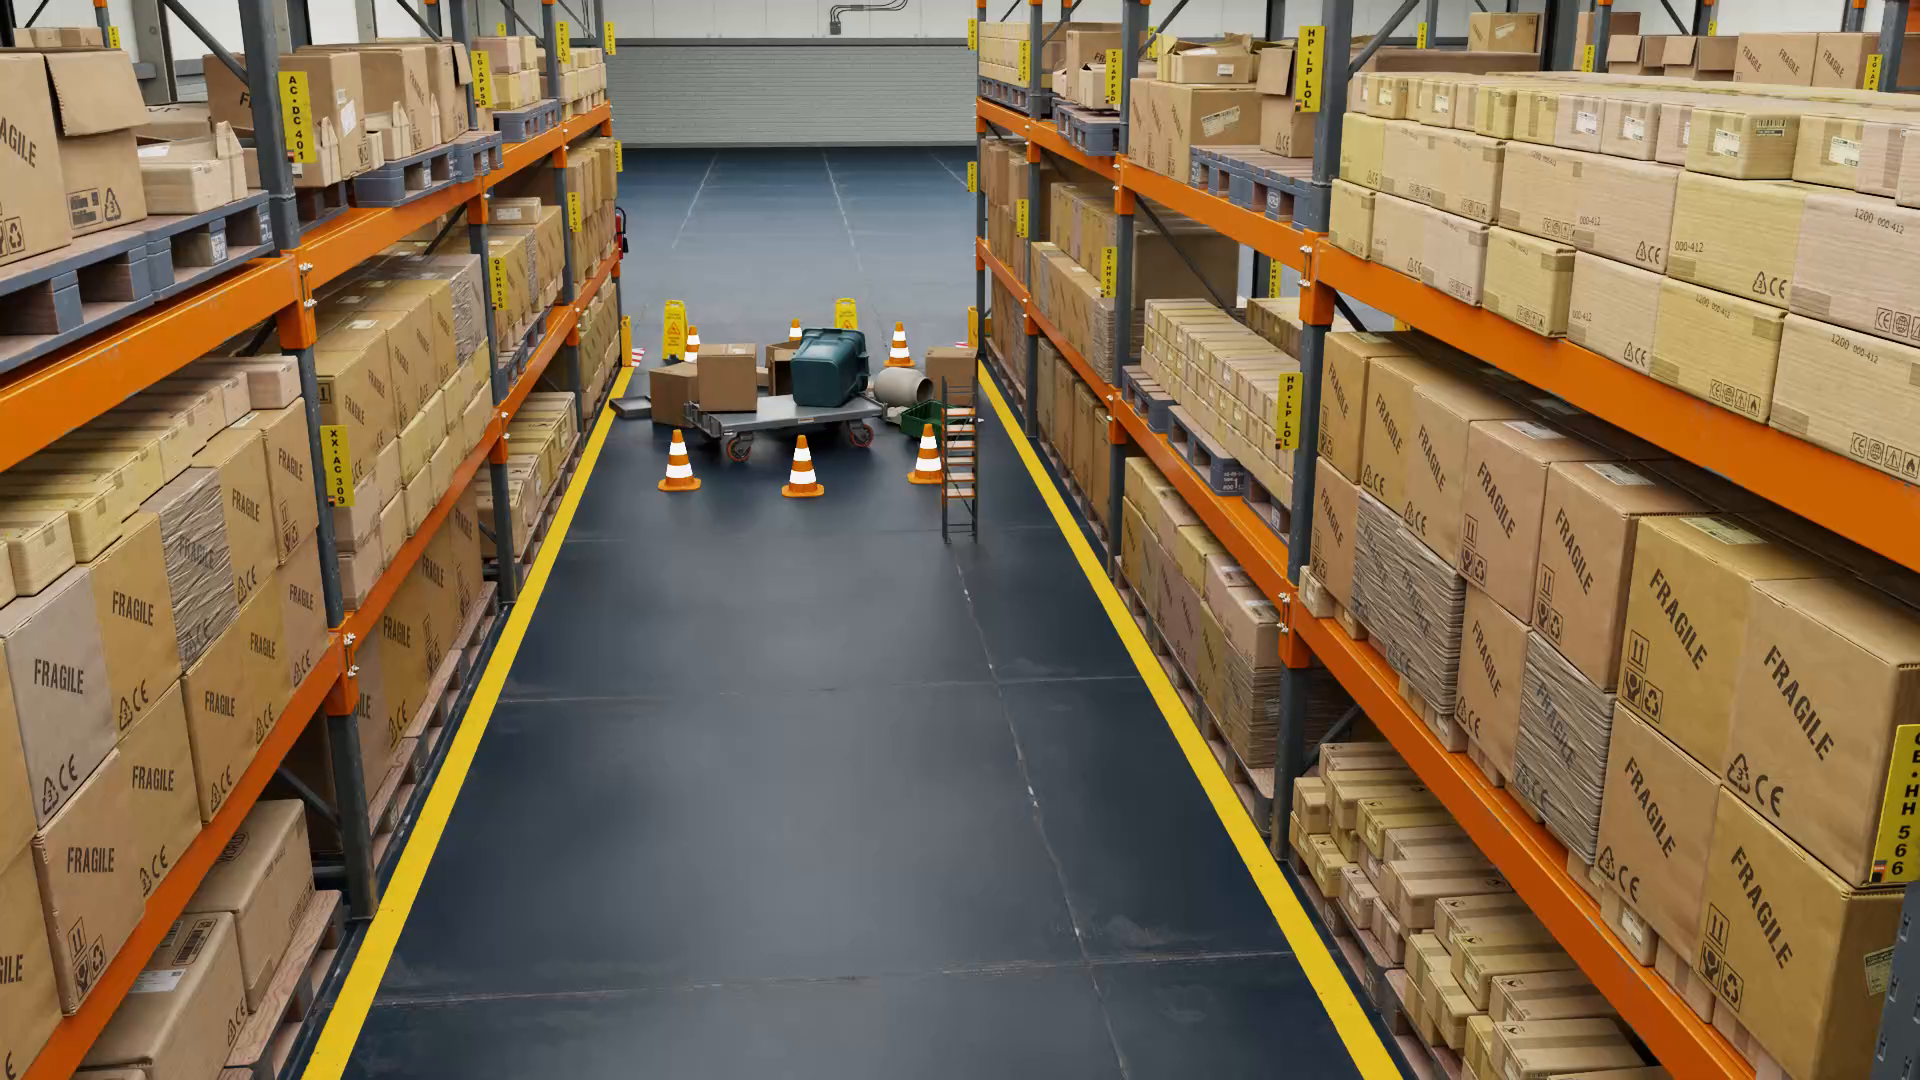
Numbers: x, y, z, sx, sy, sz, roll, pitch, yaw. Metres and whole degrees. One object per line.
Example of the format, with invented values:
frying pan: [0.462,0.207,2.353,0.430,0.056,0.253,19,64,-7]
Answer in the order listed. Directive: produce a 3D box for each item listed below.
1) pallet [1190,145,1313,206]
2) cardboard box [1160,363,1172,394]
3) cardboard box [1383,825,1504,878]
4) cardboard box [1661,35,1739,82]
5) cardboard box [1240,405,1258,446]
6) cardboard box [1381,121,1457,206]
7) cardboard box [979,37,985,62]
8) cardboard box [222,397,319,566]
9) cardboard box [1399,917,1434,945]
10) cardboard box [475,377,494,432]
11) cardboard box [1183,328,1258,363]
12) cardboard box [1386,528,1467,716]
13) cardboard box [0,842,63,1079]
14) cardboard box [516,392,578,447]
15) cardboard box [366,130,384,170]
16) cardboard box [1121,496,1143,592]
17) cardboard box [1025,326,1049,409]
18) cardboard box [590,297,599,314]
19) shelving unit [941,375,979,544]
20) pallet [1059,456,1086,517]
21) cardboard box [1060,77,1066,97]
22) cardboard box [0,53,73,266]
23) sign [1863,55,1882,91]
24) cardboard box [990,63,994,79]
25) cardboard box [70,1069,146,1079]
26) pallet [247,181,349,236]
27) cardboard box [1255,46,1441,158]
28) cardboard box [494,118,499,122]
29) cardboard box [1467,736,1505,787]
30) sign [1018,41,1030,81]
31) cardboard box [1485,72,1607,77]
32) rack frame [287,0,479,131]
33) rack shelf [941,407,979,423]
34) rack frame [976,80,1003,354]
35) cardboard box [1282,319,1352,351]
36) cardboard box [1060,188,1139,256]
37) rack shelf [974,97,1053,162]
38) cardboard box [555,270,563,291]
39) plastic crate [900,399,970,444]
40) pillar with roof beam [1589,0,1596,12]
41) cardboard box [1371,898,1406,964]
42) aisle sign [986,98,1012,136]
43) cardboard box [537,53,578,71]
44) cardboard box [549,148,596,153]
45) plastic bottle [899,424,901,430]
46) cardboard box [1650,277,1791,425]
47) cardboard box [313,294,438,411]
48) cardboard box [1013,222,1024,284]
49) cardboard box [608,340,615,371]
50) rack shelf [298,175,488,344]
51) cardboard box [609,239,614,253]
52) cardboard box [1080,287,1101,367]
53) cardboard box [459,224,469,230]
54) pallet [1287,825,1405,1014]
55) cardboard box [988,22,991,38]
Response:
pallet: [1.858,-1.840,8.337,1.213,0.211,1.003,-2,18,-6]
cardboard box: [1.414,-0.975,9.994,0.380,0.149,0.250,-1,17,-3]
cardboard box: [1.849,1.217,6.358,0.380,0.149,0.250,-2,18,-7]
cardboard box: [6.092,-3.766,13.285,0.797,0.503,0.637,-1,17,-3]
cardboard box: [1.604,-0.571,8.211,0.380,0.149,0.250,-2,18,-7]
cardboard box: [1.783,-1.301,5.722,0.500,0.250,0.500,-2,18,-6]
cardboard box: [0.482,-5.176,17.534,0.500,0.250,0.500,-2,18,-6]
cardboard box: [-2.665,-0.212,6.010,0.500,0.500,0.500,-2,18,-6]
cardboard box: [1.851,1.440,6.143,0.380,0.149,0.250,-1,17,-3]
cardboard box: [-3.090,-0.797,9.959,0.500,0.250,0.500,-2,18,-8]
cardboard box: [1.476,-1.102,9.406,0.380,0.149,0.250,-1,17,-3]
cardboard box: [1.800,0.261,5.673,0.500,0.500,0.500,-2,18,-7]
cardboard box: [-2.419,1.023,3.745,0.500,0.500,0.500,-2,18,-6]
cardboard box: [-3.756,-0.994,14.020,0.950,0.372,0.625,-2,17,-5]
cardboard box: [-2.770,-1.728,7.353,0.380,0.166,0.250,-3,18,-9]
cardboard box: [1.332,0.016,10.589,0.500,0.500,0.500,-3,18,-8]
cardboard box: [1.105,-1.762,15.629,0.875,0.875,0.875,-2,17,-5]
cardboard box: [-3.644,-2.215,15.780,0.380,0.149,0.250,-1,17,-2]
shelving unit: [-0.002,-0.577,12.011,0.258,1.200,0.189,-2,18,-6]
pallet: [1.384,-0.464,13.302,1.003,0.211,1.213,-2,18,-6]
cardboard box: [0.986,-3.520,12.925,0.380,0.149,0.250,-2,18,-6]
cardboard box: [-2.634,-0.960,4.185,0.500,0.500,0.500,-1,17,-5]
sign: [5.917,-2.979,10.788,0.100,0.325,0.005,-2,18,-6]
cardboard box: [0.509,-4.724,16.761,0.380,0.149,0.250,-2,18,-5]
cardboard box: [-2.846,1.928,4.604,0.875,0.438,0.875,-1,17,-4]
pallet: [-3.131,-1.431,7.040,0.805,0.209,1.217,-2,18,-8]
cardboard box: [1.897,-2.148,8.129,0.797,0.503,0.637,-2,18,-6]
cardboard box: [-4.087,-3.677,14.293,0.380,0.149,0.250,-2,17,-5]
cardboard box: [1.887,0.681,5.420,0.380,0.149,0.250,-1,17,-4]
sign: [0.548,-4.084,14.175,0.100,0.325,0.005,-2,18,-6]
cardboard box: [2.230,-1.706,6.347,0.380,0.149,0.250,-3,18,-8]
rack frame: [-3.400,-3.874,9.492,1.000,3.000,0.127,-2,18,-6]
rack shelf: [-0.002,-0.878,11.917,0.258,0.103,0.180,-2,18,-6]
rack frame: [0.688,-3.578,18.566,1.000,3.000,0.127,-2,18,-6]
cardboard box: [2.101,-1.195,9.699,0.380,0.149,0.250,-1,17,-4]
cardboard box: [1.212,-2.610,13.647,0.700,0.500,0.500,-2,18,-7]
rack shelf: [0.894,-4.070,16.326,1.077,0.370,4.000,-2,18,-6]
cardboard box: [-3.485,-2.139,13.701,0.380,0.149,0.250,-2,17,-5]
plastic crate: [-0.221,-1.083,15.219,0.450,0.188,0.662,18,23,19]
pillar with roof beam: [13.969,-15.646,46.989,9.100,9.000,0.400,-2,18,-6]
cardboard box: [1.824,1.501,6.446,0.380,0.149,0.250,-2,18,-7]
aisle sign: [0.382,-4.830,18.214,0.394,0.787,0.004,-2,18,-6]
cardboard box: [-3.595,-4.233,14.734,0.380,0.149,0.250,-2,18,-6]
cardboard box: [-3.843,-3.463,15.868,0.700,0.500,0.500,-2,18,-6]
plastic bottle: [-0.429,-1.020,15.324,0.133,0.061,0.283,-12,21,-34]
cardboard box: [1.968,-0.450,3.844,0.500,0.250,0.500,-2,18,-6]
cardboard box: [-2.936,-0.938,8.322,0.500,0.500,0.500,-2,18,-7]
cardboard box: [0.971,-2.730,15.616,0.875,0.550,0.550,-2,18,-6]
cardboard box: [-3.829,-1.896,17.099,0.500,0.250,0.500,-2,18,-5]
rack shelf: [-3.194,-1.503,8.151,1.077,0.370,4.000,-2,18,-6]
cardboard box: [-3.838,-3.098,17.457,0.380,0.149,0.250,-2,18,-6]
cardboard box: [1.149,-1.517,11.833,0.500,0.500,0.500,-2,18,-6]
cardboard box: [-3.960,-2.148,12.646,0.500,0.500,0.500,-2,18,-6]
pallet: [2.030,1.527,6.962,1.003,0.211,1.213,-2,18,-6]
cardboard box: [0.482,-5.182,16.888,0.380,0.149,0.250,-2,17,-5]
